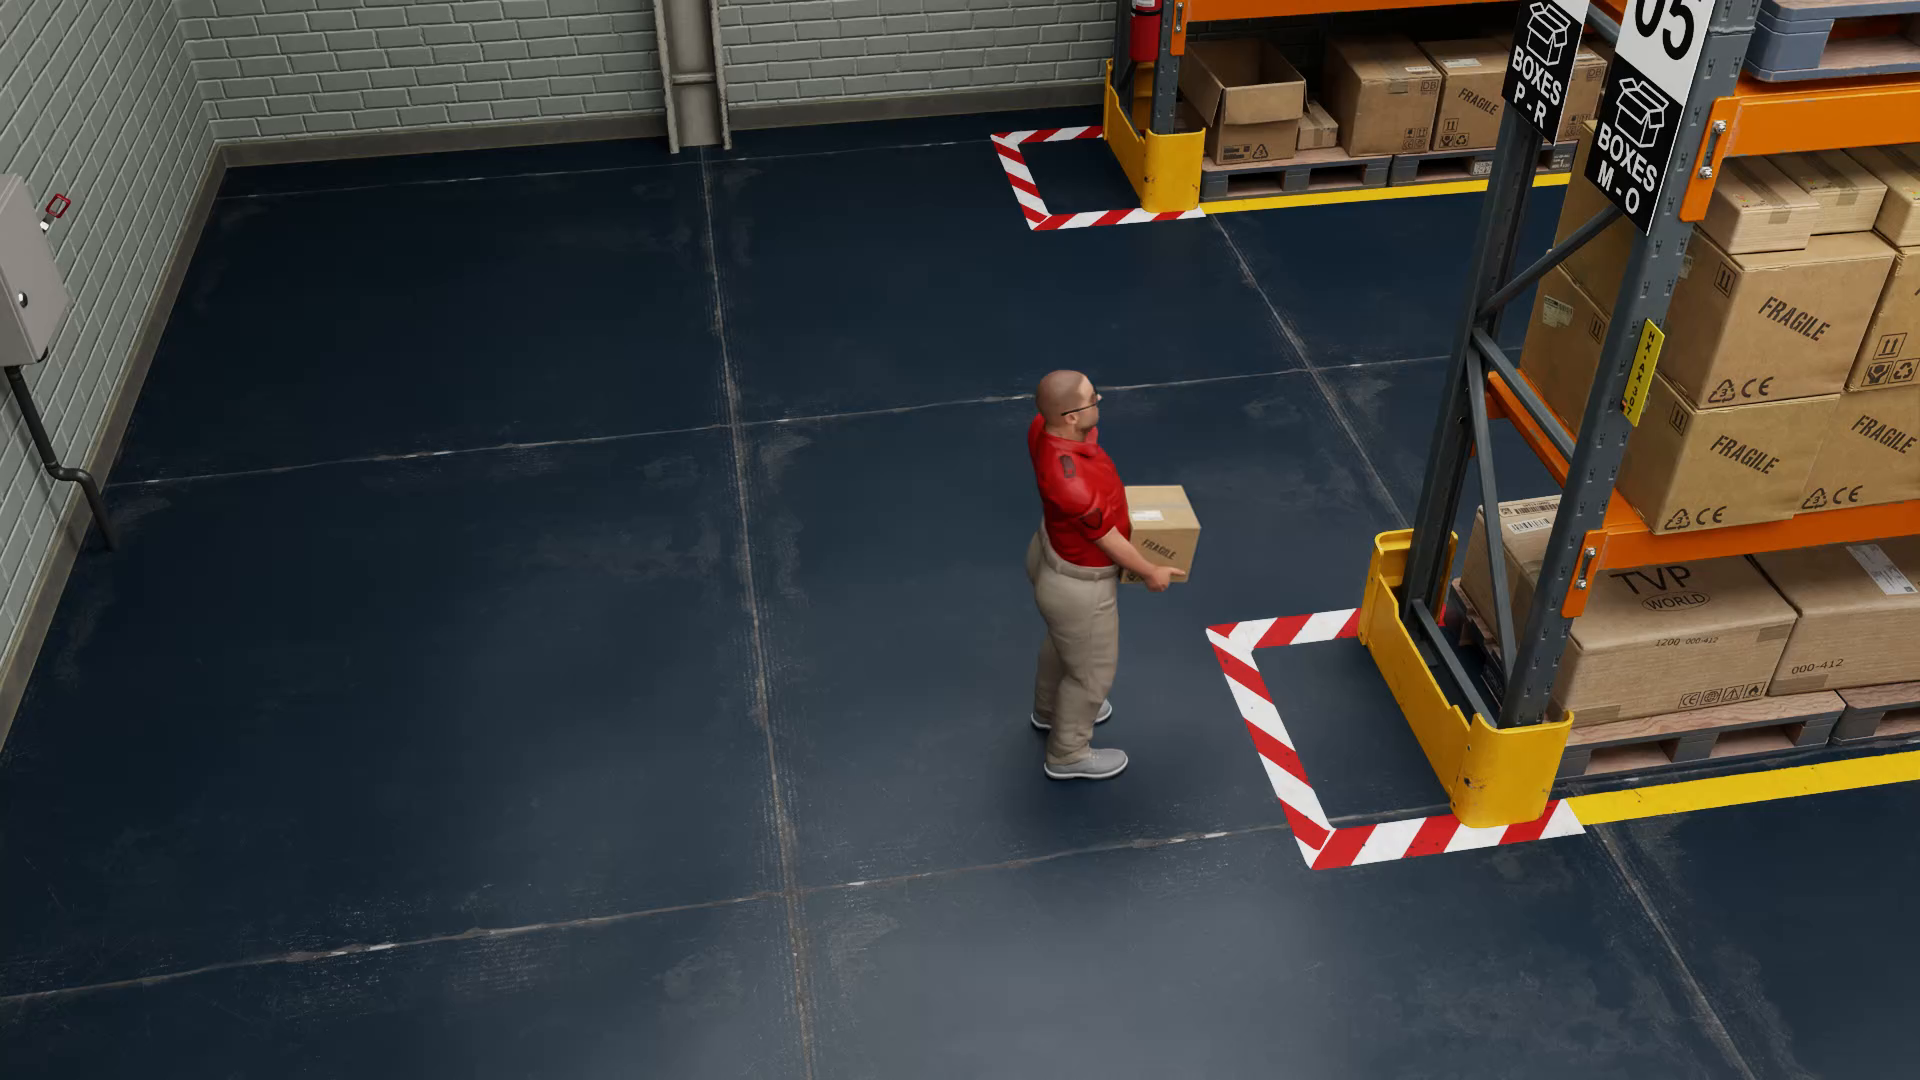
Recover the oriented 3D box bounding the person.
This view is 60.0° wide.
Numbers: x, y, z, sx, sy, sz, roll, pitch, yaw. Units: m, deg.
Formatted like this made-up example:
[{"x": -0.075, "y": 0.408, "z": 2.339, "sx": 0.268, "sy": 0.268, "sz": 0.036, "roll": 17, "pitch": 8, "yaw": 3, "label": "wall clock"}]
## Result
[{"x": 0.511, "y": 0.109, "z": 6.038, "sx": 0.537, "sy": 1.712, "sz": 0.493, "roll": -6, "pitch": 39, "yaw": -8, "label": "person"}]
